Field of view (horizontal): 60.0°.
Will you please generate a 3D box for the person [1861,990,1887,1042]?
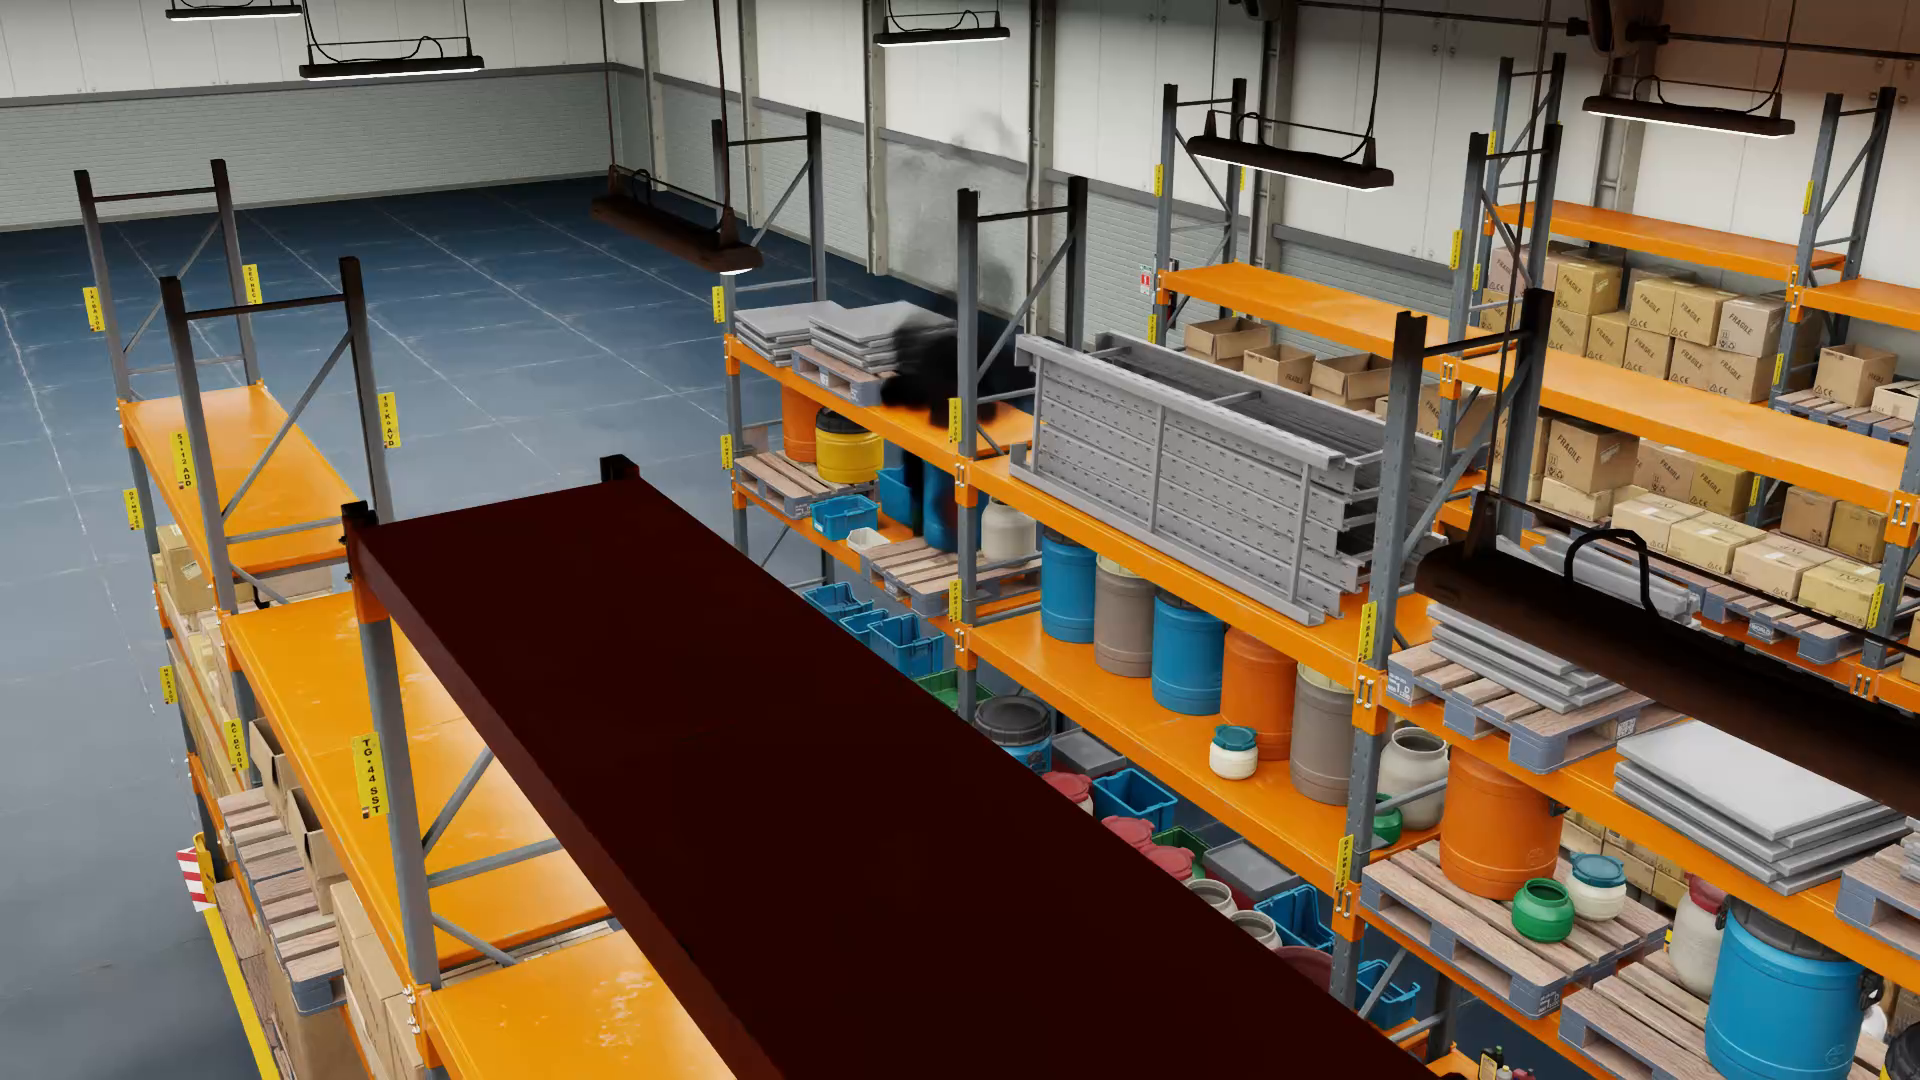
[{"bbox_3d":[5.533,3.467,10.352,0.610,1.805,0.889,-15,26,-33],"label":"person"}]
